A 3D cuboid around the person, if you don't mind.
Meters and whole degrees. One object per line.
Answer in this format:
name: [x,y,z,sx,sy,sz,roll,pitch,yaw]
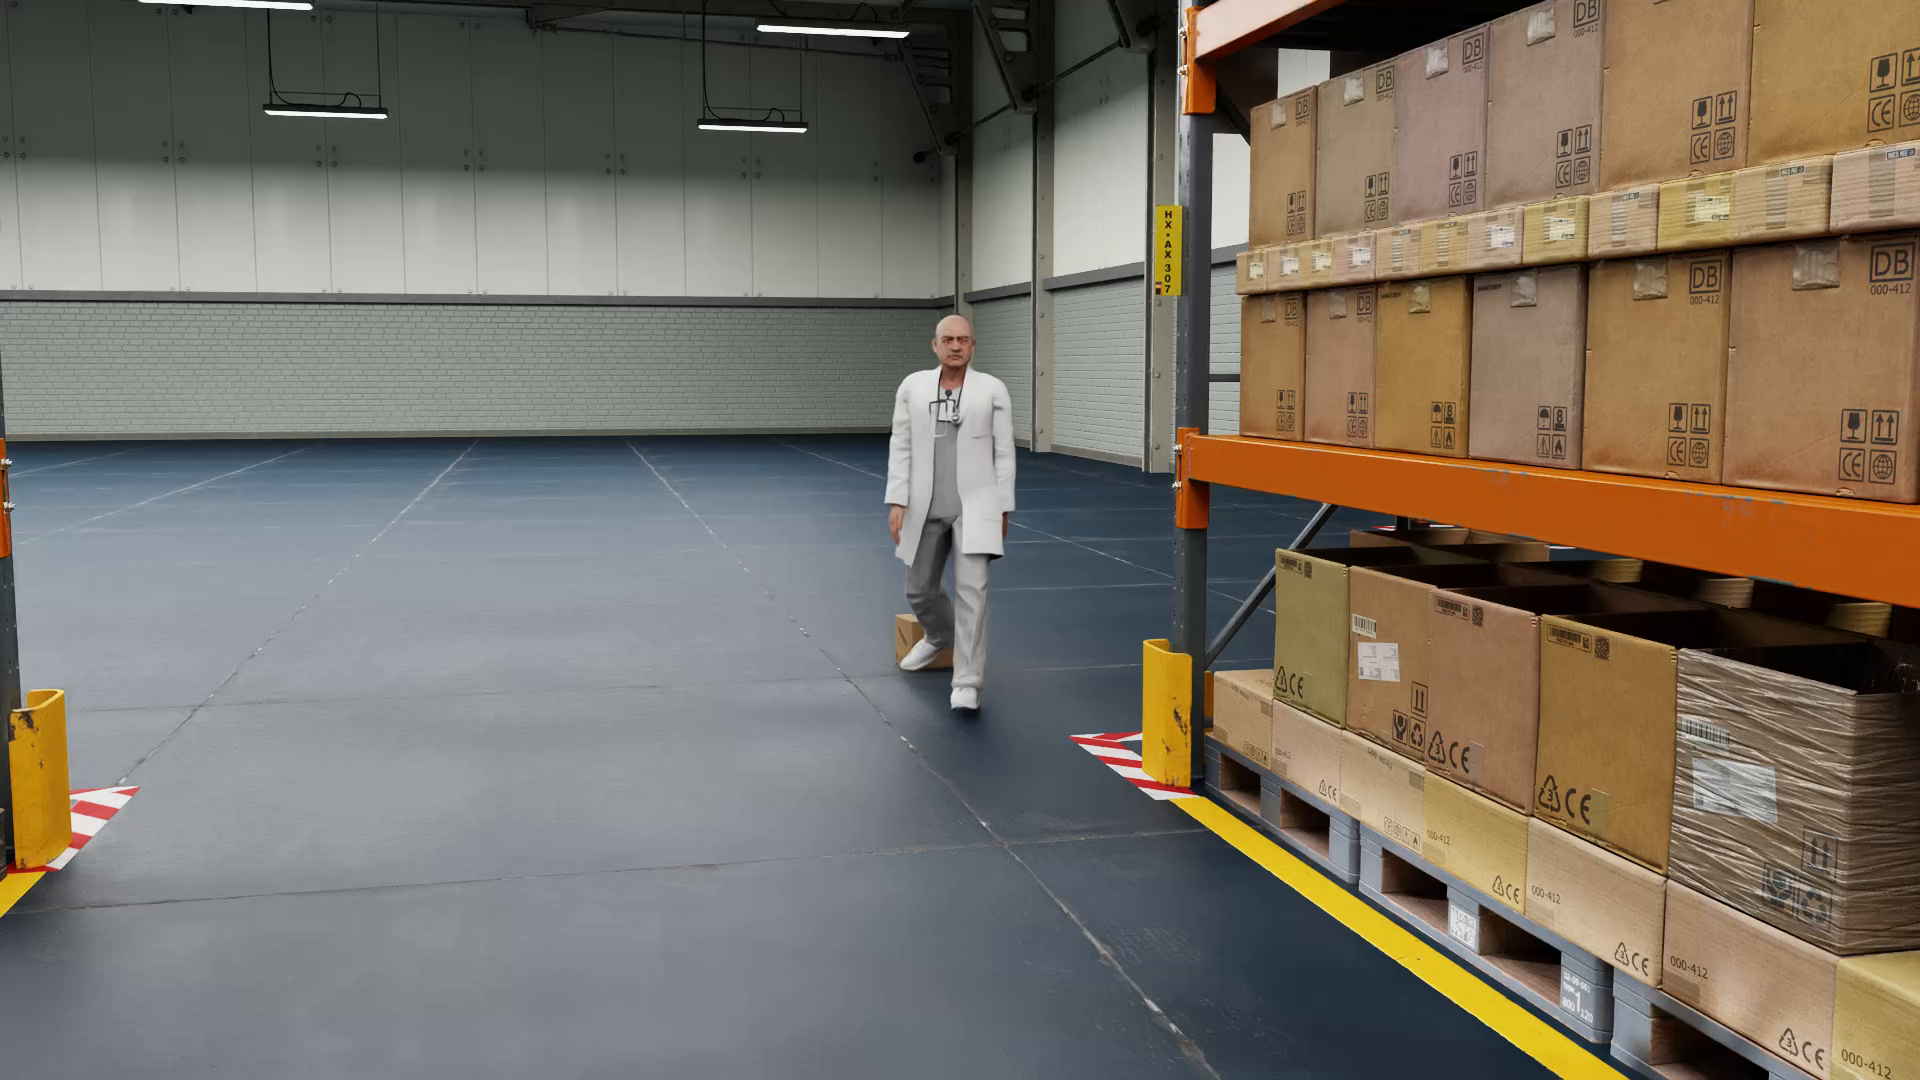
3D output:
person: [-0.046,-0.148,7.679,0.619,1.762,0.955,1,6,13]
